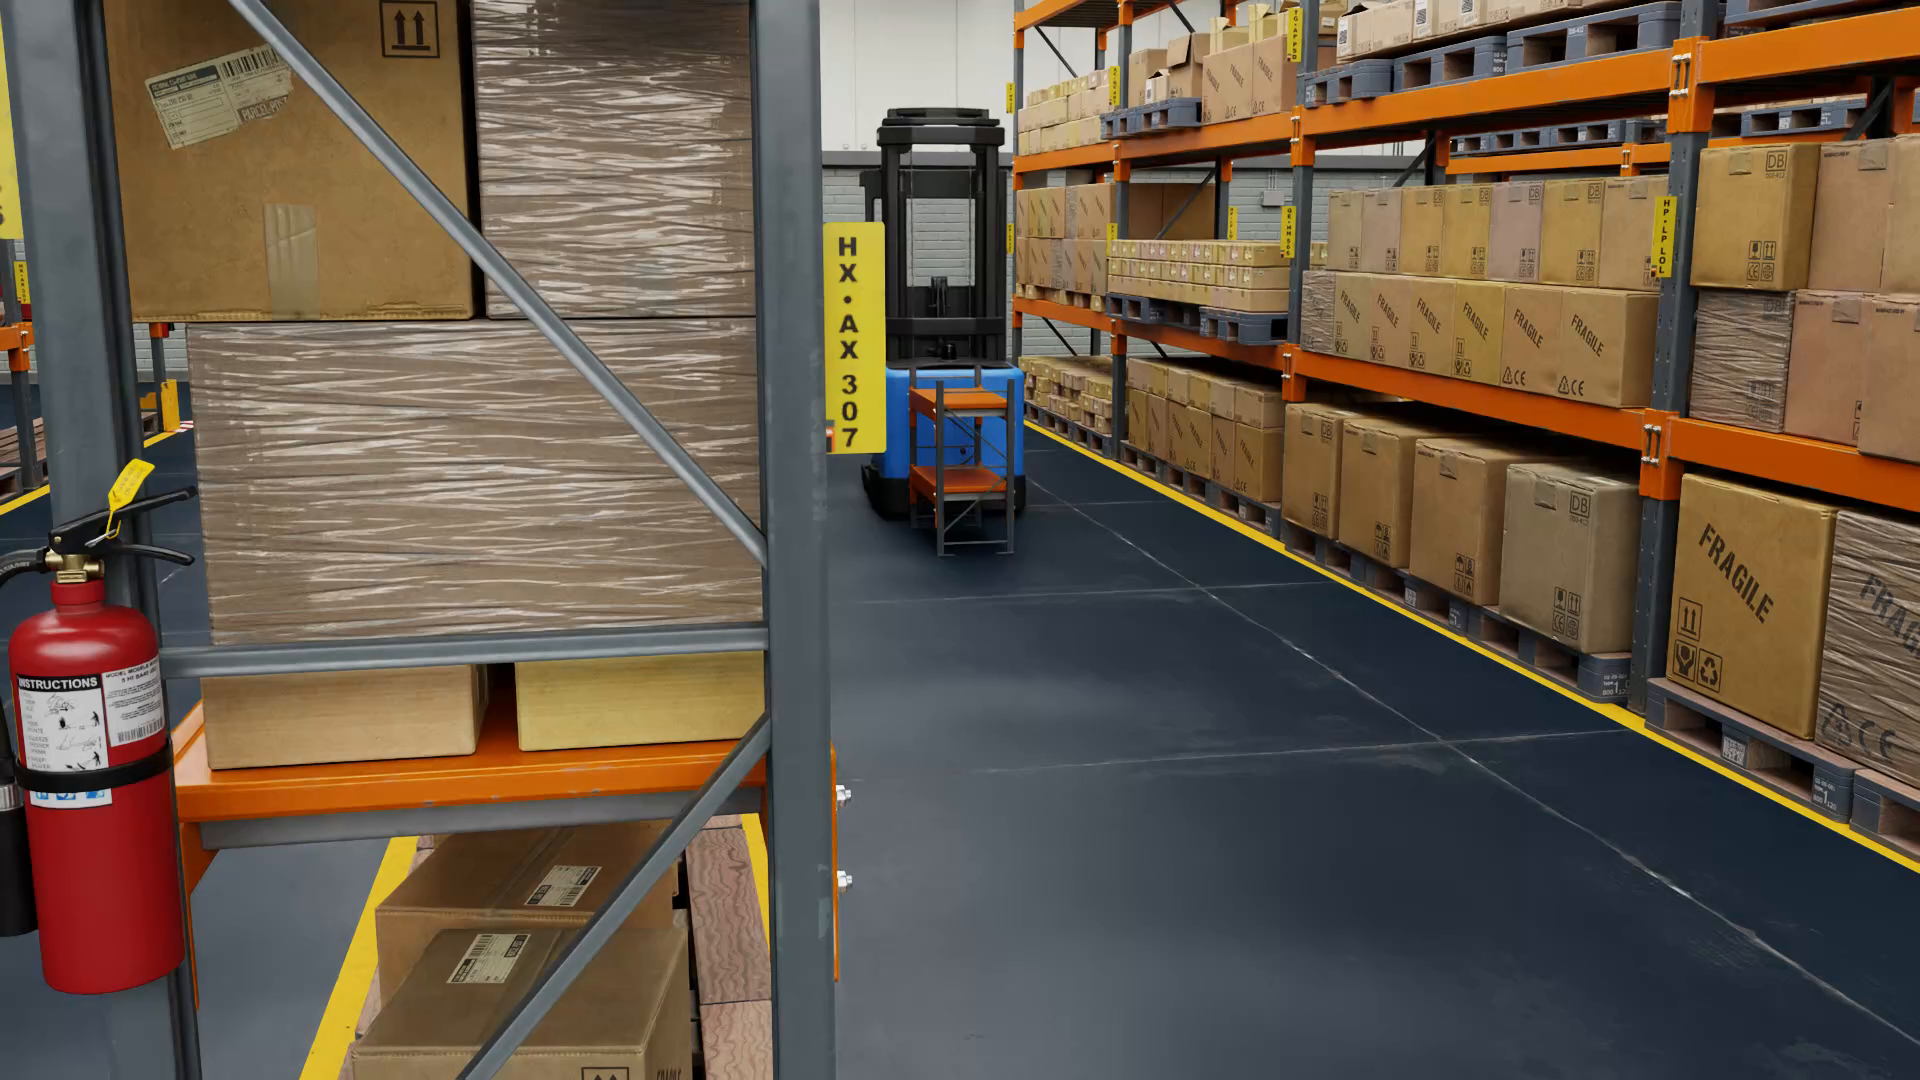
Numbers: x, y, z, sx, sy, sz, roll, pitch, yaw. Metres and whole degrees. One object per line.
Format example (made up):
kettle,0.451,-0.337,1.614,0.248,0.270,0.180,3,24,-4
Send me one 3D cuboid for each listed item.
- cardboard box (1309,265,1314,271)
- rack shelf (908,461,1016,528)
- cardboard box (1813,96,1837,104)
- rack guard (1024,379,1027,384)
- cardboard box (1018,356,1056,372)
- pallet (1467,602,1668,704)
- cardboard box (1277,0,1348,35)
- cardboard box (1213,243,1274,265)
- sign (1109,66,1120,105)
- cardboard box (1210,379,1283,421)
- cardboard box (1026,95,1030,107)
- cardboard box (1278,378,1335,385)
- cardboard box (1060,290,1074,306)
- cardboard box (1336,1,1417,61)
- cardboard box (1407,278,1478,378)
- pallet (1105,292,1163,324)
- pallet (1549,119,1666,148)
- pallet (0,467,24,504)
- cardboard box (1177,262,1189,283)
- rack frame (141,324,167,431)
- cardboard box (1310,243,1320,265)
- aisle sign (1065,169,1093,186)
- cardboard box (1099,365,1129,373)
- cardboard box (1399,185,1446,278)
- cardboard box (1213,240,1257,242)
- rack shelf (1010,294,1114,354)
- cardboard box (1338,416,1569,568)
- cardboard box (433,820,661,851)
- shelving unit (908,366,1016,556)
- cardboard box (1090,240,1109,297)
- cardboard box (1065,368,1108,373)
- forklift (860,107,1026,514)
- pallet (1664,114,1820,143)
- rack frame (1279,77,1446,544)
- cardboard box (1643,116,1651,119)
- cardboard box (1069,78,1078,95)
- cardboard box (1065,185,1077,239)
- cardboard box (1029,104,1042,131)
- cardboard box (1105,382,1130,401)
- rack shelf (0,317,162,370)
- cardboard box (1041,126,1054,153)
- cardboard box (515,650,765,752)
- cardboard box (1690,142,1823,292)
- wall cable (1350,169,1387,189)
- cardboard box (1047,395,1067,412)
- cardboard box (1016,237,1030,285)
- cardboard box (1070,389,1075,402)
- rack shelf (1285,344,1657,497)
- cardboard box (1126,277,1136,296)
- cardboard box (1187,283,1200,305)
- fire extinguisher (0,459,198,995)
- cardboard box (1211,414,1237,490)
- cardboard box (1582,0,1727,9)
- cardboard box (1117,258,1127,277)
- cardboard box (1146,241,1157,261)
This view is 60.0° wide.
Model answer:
cardboard box,2.634,-1.892,11.867,0.380,0.149,0.250,-2,11,-13
rack shelf,-0.001,-0.314,11.144,0.538,0.278,1.000,-2,11,-11
cardboard box,6.866,-3.521,12.886,0.396,0.266,0.258,-2,11,-12
rack guard,1.100,-1.694,18.759,1.175,0.500,0.348,-2,11,-11
cardboard box,0.854,-1.925,18.200,0.380,0.149,0.250,-3,11,-14
pallet,3.195,0.496,8.025,1.003,0.211,1.213,-2,11,-11
cardboard box,2.308,-3.432,10.868,0.396,0.266,0.258,-2,11,-11
cardboard box,1.999,-2.011,11.698,0.380,0.149,0.250,-2,11,-9
sign,1.333,-3.908,14.304,0.100,0.325,0.005,-2,11,-11
cardboard box,2.142,-1.023,12.107,0.500,0.250,0.500,-2,11,-10
cardboard box,0.925,-4.709,17.892,0.380,0.149,0.250,-2,11,-11
cardboard box,2.646,-1.043,12.213,0.500,0.250,0.500,-2,11,-12
cardboard box,1.203,-2.407,16.491,0.380,0.149,0.250,-2,11,-10
cardboard box,2.566,-3.013,9.829,0.500,0.311,0.500,-2,11,-11
cardboard box,2.758,-1.148,8.940,0.500,0.500,0.500,-2,11,-12
pallet,1.869,-1.962,13.998,1.003,0.211,1.213,-2,11,-11
pallet,6.550,-3.981,16.305,1.003,0.211,1.213,-2,11,-11
pallet,-7.771,-0.347,12.457,1.003,0.211,1.213,-2,11,-11
cardboard box,1.846,-2.008,12.477,0.380,0.149,0.250,-2,11,-10
rack frame,-8.658,-2.594,16.802,1.000,3.000,0.127,-2,11,-11
cardboard box,2.643,-2.030,11.796,0.380,0.149,0.250,-2,11,-11
aisle sign,1.365,-4.237,18.483,0.394,0.787,0.004,-2,11,-11
cardboard box,1.642,-1.705,17.045,0.380,0.149,0.250,-3,11,-13
cardboard box,2.920,-1.739,9.371,0.700,0.500,0.500,-2,11,-12
cardboard box,2.286,-2.366,13.562,0.380,0.149,0.250,-2,11,-11
rack shelf,1.474,-2.216,16.738,1.077,0.370,4.000,-2,11,-11
cardboard box,2.845,-0.294,9.615,1.050,0.750,0.750,-2,11,-10
cardboard box,-1.046,0.843,4.306,0.500,0.500,0.500,-1,11,-6
shelving unit,-0.001,-0.554,11.098,0.538,1.125,1.048,-2,11,-11
cardboard box,1.492,-2.476,15.119,0.500,0.500,0.500,-2,11,-11
cardboard box,1.272,-1.642,16.712,0.380,0.149,0.250,-2,11,-11
forklift,-0.214,-1.861,13.134,1.130,2.935,3.031,-1,11,-7
pallet,6.926,-3.614,14.650,0.805,0.209,1.217,-3,11,-13
rack frame,2.641,-1.468,10.889,1.000,3.000,0.127,-2,11,-11
cardboard box,6.791,-4.294,16.056,0.500,0.500,0.500,-2,11,-10
cardboard box,1.257,-4.327,15.884,0.380,0.149,0.250,-2,11,-11
cardboard box,1.315,-3.154,16.008,0.500,0.500,0.500,-2,11,-10
cardboard box,1.018,-4.396,17.310,0.500,0.250,0.500,-2,11,-12
cardboard box,1.539,-1.356,15.209,0.380,0.149,0.250,-2,11,-9
rack shelf,-8.269,-1.874,14.942,1.077,0.370,4.000,-2,11,-11
cardboard box,1.133,-4.053,16.848,0.500,0.250,0.500,-2,11,-13
cardboard box,-0.509,0.223,2.674,0.380,0.149,0.250,-2,11,-11
cardboard box,3.457,-1.270,6.558,0.875,0.550,0.550,-2,11,-11
wall cable,6.190,-4.720,25.258,0.588,1.984,0.122,-2,11,-11
cardboard box,1.108,-1.400,17.033,0.380,0.149,0.250,-3,11,-14
cardboard box,0.902,-3.039,18.076,0.500,0.500,0.500,-2,11,-8
cardboard box,1.302,-1.443,16.464,0.380,0.149,0.250,-3,11,-14
rack shelf,3.030,-0.748,9.030,1.077,0.370,4.000,-2,11,-11
cardboard box,1.593,-2.099,13.753,0.380,0.149,0.250,-2,11,-11
cardboard box,1.899,-1.813,12.248,0.380,0.149,0.250,-3,11,-14
fire extinguisher,-1.117,0.236,2.139,0.296,0.674,0.183,-2,11,-11
cardboard box,2.160,-0.653,12.169,0.500,0.500,0.500,-2,11,-9
cardboard box,3.125,-2.514,7.370,0.500,0.250,0.500,-2,11,-10
cardboard box,1.541,-2.295,13.983,0.380,0.149,0.250,-2,11,-12
cardboard box,1.693,-2.297,13.202,0.380,0.149,0.250,-2,11,-11
